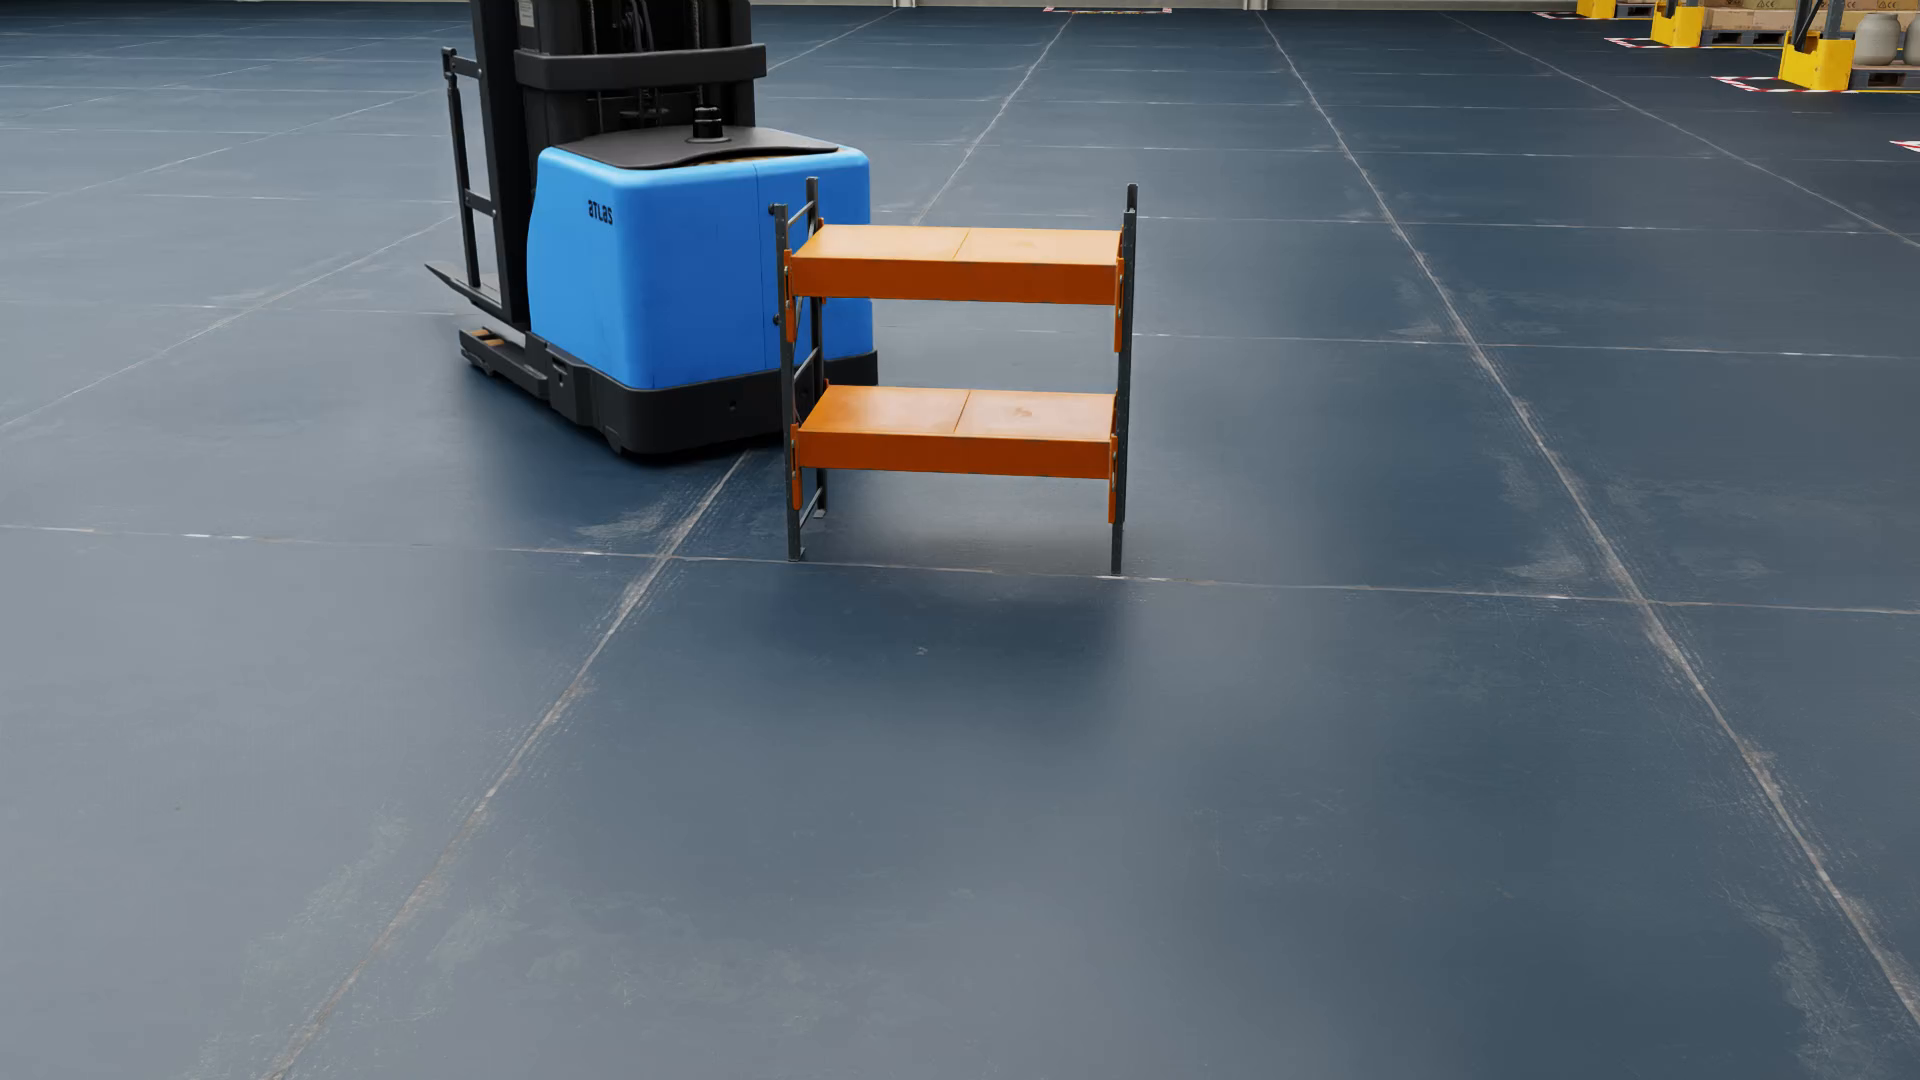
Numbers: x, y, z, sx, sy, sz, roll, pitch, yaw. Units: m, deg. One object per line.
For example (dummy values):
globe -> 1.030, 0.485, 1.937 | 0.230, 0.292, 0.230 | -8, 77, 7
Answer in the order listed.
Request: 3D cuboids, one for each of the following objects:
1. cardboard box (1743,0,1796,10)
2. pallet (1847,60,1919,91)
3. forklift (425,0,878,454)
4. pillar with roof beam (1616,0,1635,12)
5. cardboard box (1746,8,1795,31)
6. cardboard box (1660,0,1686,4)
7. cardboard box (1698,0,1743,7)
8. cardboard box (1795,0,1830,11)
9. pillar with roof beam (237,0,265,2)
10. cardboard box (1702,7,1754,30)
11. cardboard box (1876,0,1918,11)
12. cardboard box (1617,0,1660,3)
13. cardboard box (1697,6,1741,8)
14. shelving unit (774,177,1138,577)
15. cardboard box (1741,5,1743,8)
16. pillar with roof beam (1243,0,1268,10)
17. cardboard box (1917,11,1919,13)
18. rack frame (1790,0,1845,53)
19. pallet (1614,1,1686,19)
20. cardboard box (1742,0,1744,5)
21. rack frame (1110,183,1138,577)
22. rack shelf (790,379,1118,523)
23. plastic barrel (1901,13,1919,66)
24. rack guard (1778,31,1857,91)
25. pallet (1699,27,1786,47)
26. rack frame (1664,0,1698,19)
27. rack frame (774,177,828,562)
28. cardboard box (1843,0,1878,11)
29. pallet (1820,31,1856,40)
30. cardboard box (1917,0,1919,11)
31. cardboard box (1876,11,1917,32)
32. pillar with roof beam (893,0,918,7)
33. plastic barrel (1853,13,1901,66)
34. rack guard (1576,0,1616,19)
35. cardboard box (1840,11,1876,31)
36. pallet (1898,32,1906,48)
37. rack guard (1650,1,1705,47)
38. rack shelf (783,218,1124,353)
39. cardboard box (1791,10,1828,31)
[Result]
cardboard box -> 10.596, -7.193, 21.703 | 0.500, 0.500, 0.500 | 2, 22, 6
pallet -> 9.893, -4.925, 17.609 | 1.213, 0.211, 1.003 | 2, 22, 6
forklift -> -1.564, -2.160, 6.916 | 1.130, 2.935, 3.031 | -14, 26, -31
pillar with roof beam -> 10.462, -11.365, 21.948 | 0.400, 9.000, 9.100 | 2, 22, 6
cardboard box -> 10.596, -6.845, 21.842 | 0.500, 0.250, 0.500 | 2, 22, 6
cardboard box -> 11.414, -8.729, 26.497 | 0.500, 0.311, 0.500 | 4, 22, 11
cardboard box -> 10.160, -7.404, 22.236 | 0.500, 0.500, 0.500 | 2, 22, 6
cardboard box -> 11.094, -7.176, 21.660 | 0.500, 0.500, 0.500 | 2, 22, 6
pillar with roof beam -> -13.371, -12.404, 24.575 | 0.400, 9.000, 9.100 | 2, 22, 6
cardboard box -> 10.099, -6.865, 21.894 | 0.500, 0.250, 0.500 | 2, 22, 6
cardboard box -> 12.086, -7.132, 21.548 | 0.500, 0.500, 0.500 | 2, 22, 6
cardboard box -> 10.848, -8.753, 26.559 | 0.500, 0.311, 0.500 | 0, 22, 0
cardboard box -> 10.160, -7.054, 22.372 | 0.500, 0.250, 0.500 | 2, 22, 6
shelving unit -> 0.007, -0.523, 5.232 | 1.048, 1.125, 0.538 | 2, 22, 6
cardboard box -> 10.658, -7.037, 22.328 | 0.500, 0.250, 0.500 | 2, 22, 6
pillar with roof beam -> 4.504, -11.625, 22.605 | 0.400, 9.000, 9.100 | 2, 22, 6
cardboard box -> 12.583, -6.762, 21.633 | 0.500, 0.250, 0.500 | 2, 22, 6
rack frame -> 9.006, -6.245, 17.156 | 0.127, 3.000, 1.000 | 2, 22, 6
pallet -> 11.050, -8.514, 26.687 | 1.213, 0.211, 1.003 | 2, 22, 6
cardboard box -> 12.137, -8.767, 26.336 | 0.500, 0.500, 0.700 | 1, 22, 3
rack frame -> 0.512, -0.501, 5.177 | 0.032, 1.125, 0.500 | 2, 22, 6
rack shelf -> 0.007, -0.295, 5.322 | 1.000, 0.278, 0.538 | 2, 22, 6
plastic barrel -> 10.166, -5.261, 17.479 | 0.421, 0.512, 0.421 | 0, 22, 0
rack guard -> 9.087, -5.096, 17.650 | 0.348, 0.500, 1.175 | 2, 22, 6
pallet -> 10.357, -6.739, 22.197 | 1.213, 0.211, 1.003 | 2, 22, 6
rack frame -> 9.592, -8.053, 21.730 | 0.127, 3.000, 1.000 | 2, 22, 6
rack frame -> -0.498, -0.545, 5.288 | 0.032, 1.125, 0.500 | 2, 22, 6
cardboard box -> 11.588, -7.148, 21.589 | 0.500, 0.500, 0.500 | 2, 22, 6
pallet -> 11.565, -6.685, 22.061 | 1.213, 0.211, 1.003 | 2, 22, 6
cardboard box -> 12.583, -7.111, 21.497 | 0.500, 0.500, 0.500 | 2, 22, 6
cardboard box -> 12.085, -6.778, 21.674 | 0.500, 0.250, 0.500 | 2, 22, 6
pillar with roof beam -> -1.455, -11.885, 23.262 | 0.400, 9.000, 9.100 | 2, 22, 6
plastic barrel -> 9.668, -5.283, 17.534 | 0.421, 0.512, 0.421 | 0, 22, 0
rack guard -> 10.247, -8.696, 26.756 | 0.348, 0.500, 1.175 | 2, 22, 6
cardboard box -> 11.588, -6.800, 21.728 | 0.500, 0.250, 0.500 | 2, 22, 6
pallet -> 12.780, -6.633, 21.930 | 1.213, 0.211, 1.003 | 2, 22, 6
rack guard -> 9.569, -6.892, 22.192 | 0.348, 0.500, 1.175 | 2, 22, 6
rack shelf -> 0.007, -0.795, 5.125 | 1.000, 0.278, 0.538 | 2, 22, 6
cardboard box -> 11.092, -6.823, 21.787 | 0.500, 0.250, 0.500 | 2, 22, 6
